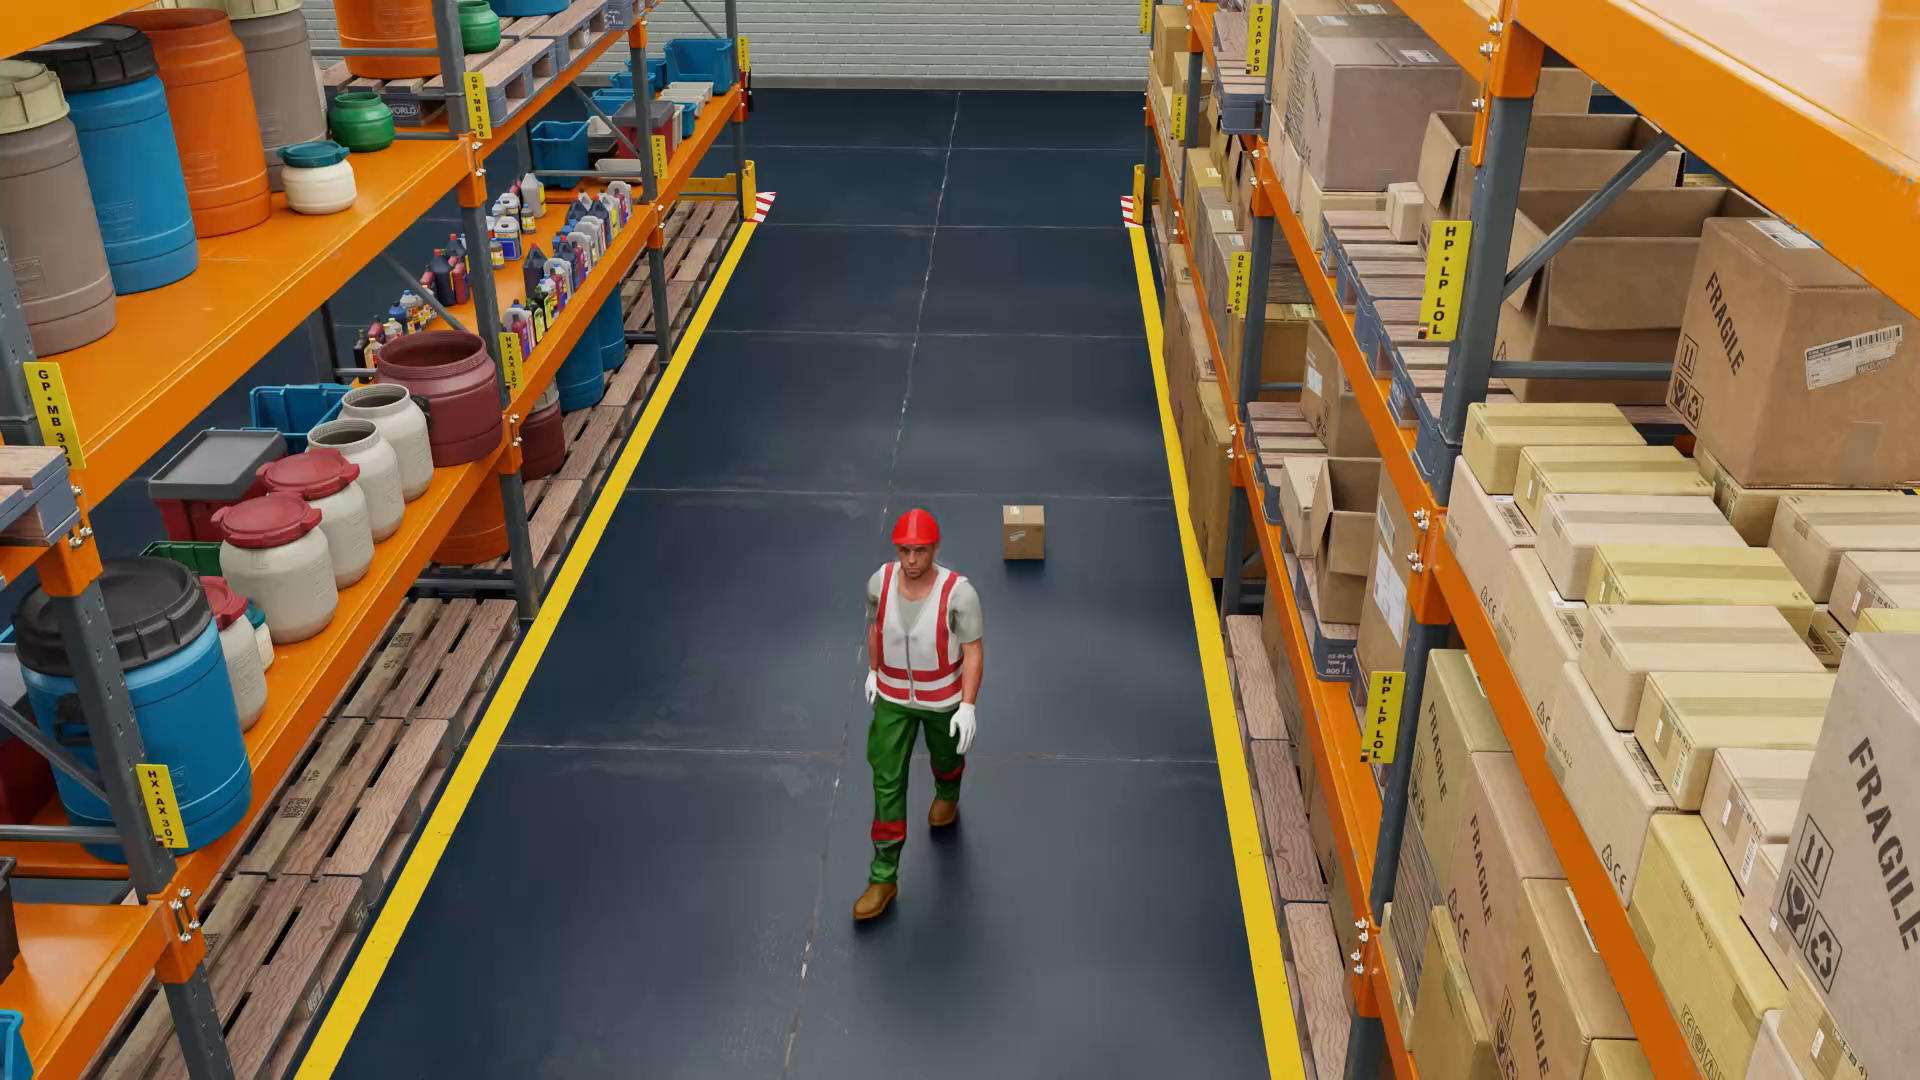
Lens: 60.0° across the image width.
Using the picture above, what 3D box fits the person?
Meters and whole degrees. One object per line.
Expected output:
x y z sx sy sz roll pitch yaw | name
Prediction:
-0.190 0.704 7.236 0.587 1.734 1.023 6 28 11 | person
